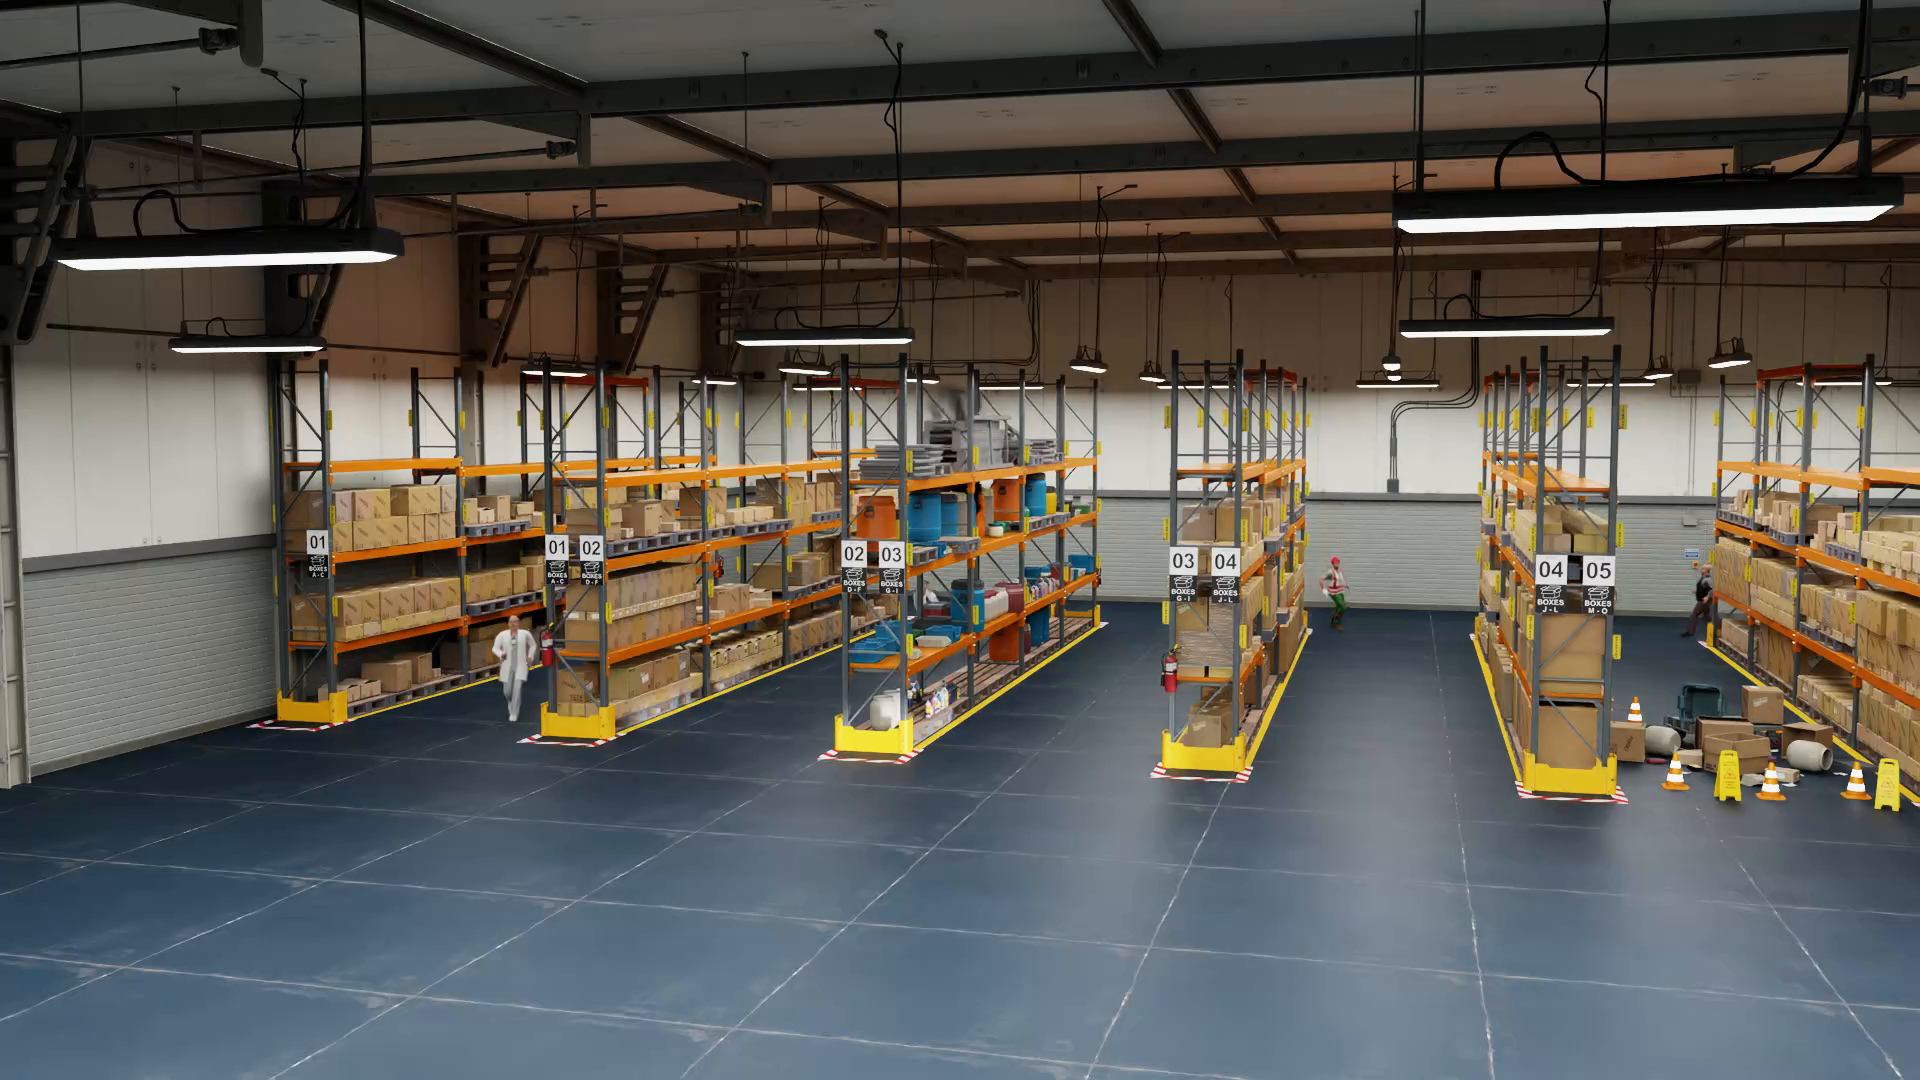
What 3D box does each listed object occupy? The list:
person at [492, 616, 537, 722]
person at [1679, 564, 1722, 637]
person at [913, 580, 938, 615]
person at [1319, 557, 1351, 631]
[{"bbox_3d":[-7.443,2.126,27.794,0.712,1.745,0.835,-1,4,-10],"label":"person"},{"bbox_3d":[17.026,1.404,38.109,0.946,1.705,0.729,2,4,23],"label":"person"},{"bbox_3d":[-0.667,1.597,33.379,0.611,1.690,0.920,1,4,13],"label":"person"},{"bbox_3d":[8.923,1.287,39.490,0.722,1.775,0.628,-4,6,-42],"label":"person"}]
